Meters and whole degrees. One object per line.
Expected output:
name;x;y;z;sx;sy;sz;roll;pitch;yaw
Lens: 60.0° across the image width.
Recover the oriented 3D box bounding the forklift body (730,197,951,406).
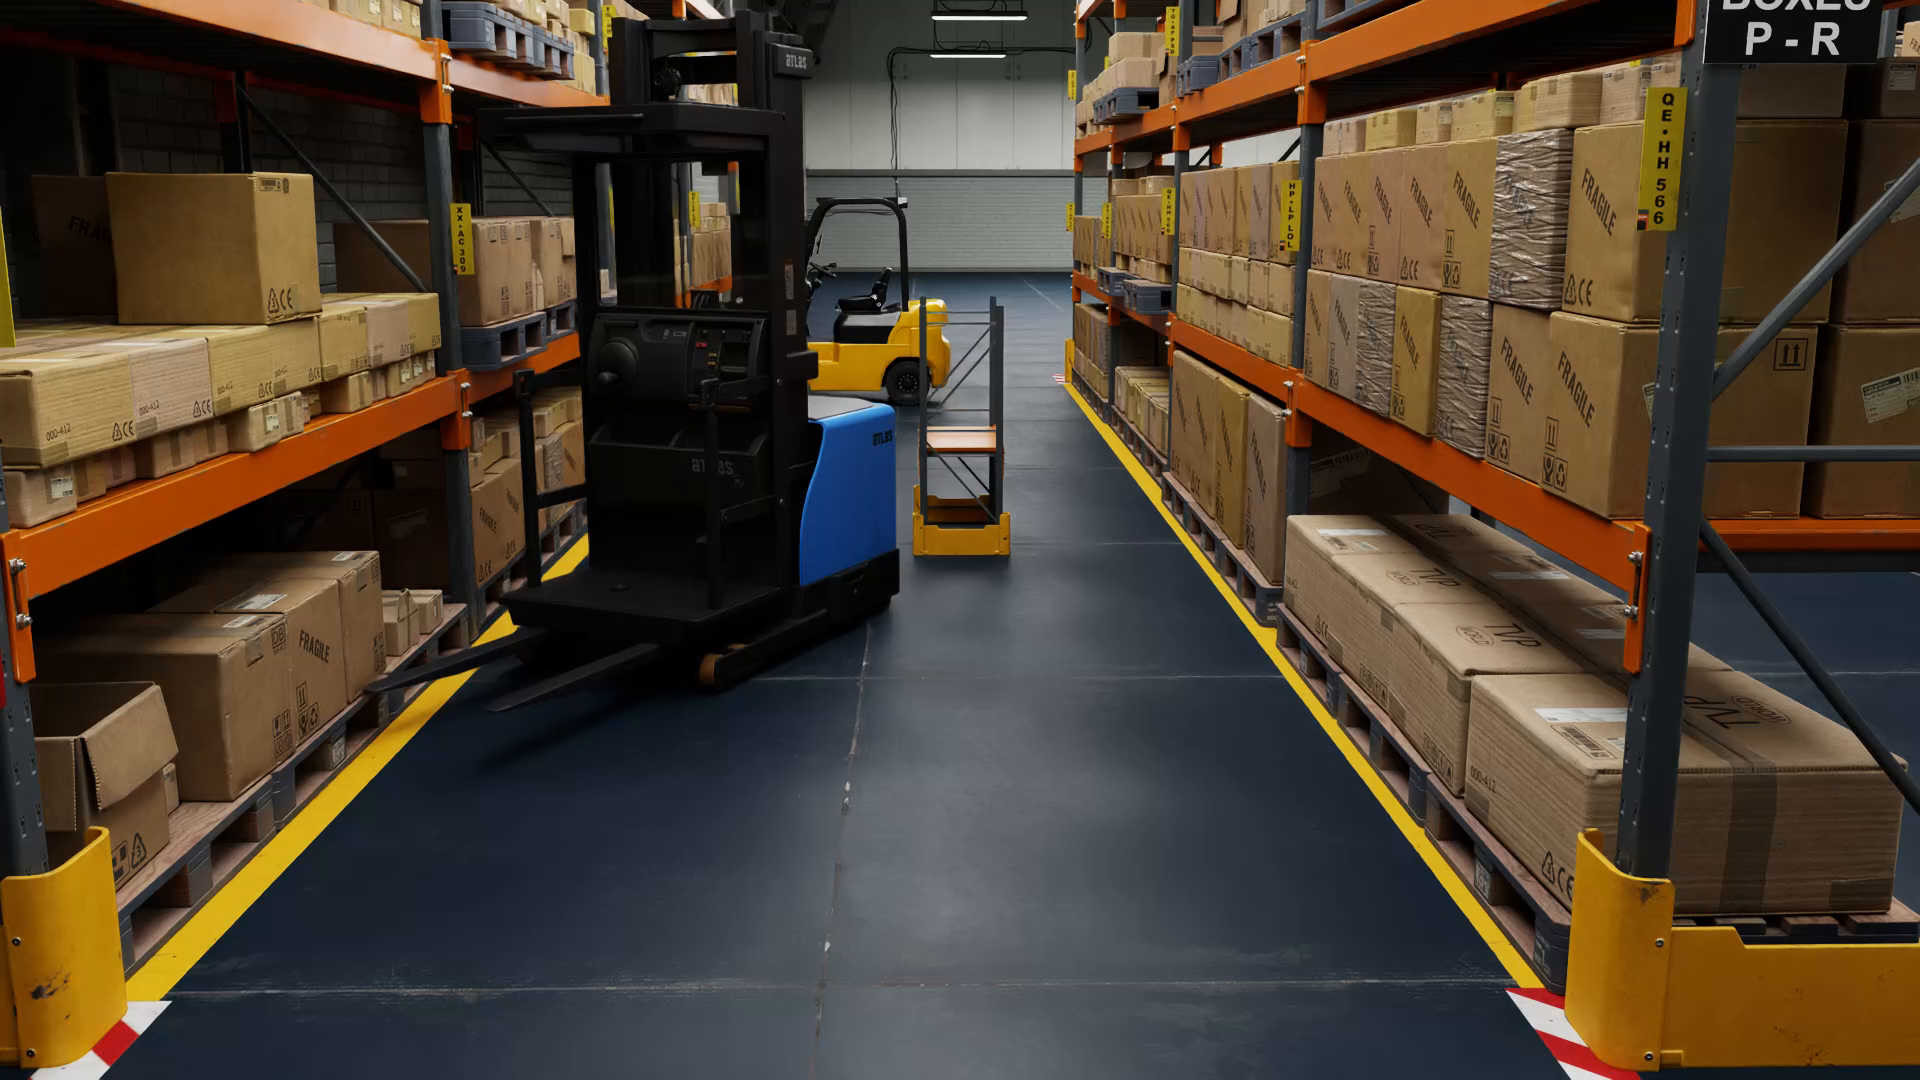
forklift body;-1.252;-2.575;17.841;2.313;2.155;1.214;0;11;-1

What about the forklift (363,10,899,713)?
forklift;-1.404;-0.873;7.489;1.130;2.935;3.031;5;13;25

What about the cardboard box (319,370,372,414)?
cardboard box;-2.539;-0.583;6.521;0.380;0.149;0.250;0;11;-2

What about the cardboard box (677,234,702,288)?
cardboard box;-2.780;-2.703;16.088;0.500;0.500;0.500;-1;11;-3

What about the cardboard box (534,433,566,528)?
cardboard box;-2.683;-0.361;10.024;0.500;0.500;0.500;-1;11;-3

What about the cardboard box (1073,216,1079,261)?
cardboard box;1.580;-3.481;19.173;0.500;0.500;0.500;0;11;-2

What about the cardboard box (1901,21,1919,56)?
cardboard box;6.706;-3.236;11.169;0.500;0.500;0.500;0;11;-1

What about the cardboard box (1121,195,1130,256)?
cardboard box;1.661;-2.695;14.241;0.500;0.500;0.500;0;11;-1

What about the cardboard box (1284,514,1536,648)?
cardboard box;2.002;0.179;7.520;0.875;0.438;0.875;0;11;-2

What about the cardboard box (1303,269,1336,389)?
cardboard box;1.844;-0.951;7.449;0.500;0.500;0.500;0;11;1

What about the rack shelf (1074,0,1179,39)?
rack shelf;1.889;-5.570;17.198;1.077;0.370;4.000;0;11;-1

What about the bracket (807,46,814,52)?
bracket;-4.258;-13.805;46.918;0.235;0.232;0.430;0;11;-1

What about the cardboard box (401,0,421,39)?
cardboard box;-2.564;-2.252;7.200;0.380;0.149;0.250;0;11;-2

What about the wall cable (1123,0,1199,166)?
wall cable;6.132;-14.415;50.427;2.305;6.003;0.169;0;11;-1

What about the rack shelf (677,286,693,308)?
rack shelf;-2.991;-1.815;13.770;1.077;0.370;4.000;0;11;-1

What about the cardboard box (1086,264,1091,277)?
cardboard box;1.590;-2.985;18.359;0.380;0.149;0.250;0;11;0

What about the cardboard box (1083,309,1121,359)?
cardboard box;1.606;-2.237;18.016;0.500;0.500;0.500;0;11;0

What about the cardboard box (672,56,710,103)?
cardboard box;-2.967;-4.728;17.209;0.797;0.503;0.637;0;11;1

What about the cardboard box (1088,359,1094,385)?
cardboard box;1.623;-1.768;17.588;0.500;0.250;0.500;0;11;0

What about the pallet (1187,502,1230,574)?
pallet;1.976;-0.026;10.154;1.003;0.211;1.213;0;11;-1

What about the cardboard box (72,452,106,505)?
cardboard box;-2.568;-0.173;4.501;0.380;0.149;0.250;0;11;0

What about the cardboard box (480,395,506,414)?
cardboard box;-3.186;-0.862;10.861;0.380;0.149;0.250;0;11;0

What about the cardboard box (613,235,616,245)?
cardboard box;-2.661;-2.201;11.983;0.380;0.149;0.250;0;11;1

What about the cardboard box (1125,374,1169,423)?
cardboard box;1.962;-1.257;14.764;0.950;0.372;0.625;0;11;2

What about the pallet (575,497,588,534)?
pallet;-2.972;-0.255;11.284;1.003;0.211;1.213;0;11;-1

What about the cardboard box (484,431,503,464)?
cardboard box;-2.727;-0.506;9.108;0.380;0.149;0.250;0;11;-2

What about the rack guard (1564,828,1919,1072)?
rack guard;2.179;1.029;4.230;1.175;0.500;0.348;0;11;-1

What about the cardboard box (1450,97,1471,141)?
cardboard box;1.903;-1.434;5.685;0.380;0.149;0.250;0;11;1

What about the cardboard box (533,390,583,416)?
cardboard box;-2.649;-0.917;11.136;0.380;0.149;0.250;-1;11;-4

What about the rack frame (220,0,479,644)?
rack frame;-2.867;-0.975;7.820;1.000;3.000;0.127;0;11;-1

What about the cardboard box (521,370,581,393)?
cardboard box;-2.949;-0.936;12.545;0.875;0.625;0.625;0;11;1

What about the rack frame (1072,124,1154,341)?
rack frame;1.848;-3.381;19.682;1.000;3.000;0.127;0;11;-1

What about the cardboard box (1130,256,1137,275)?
cardboard box;1.625;-2.299;13.920;0.380;0.149;0.250;0;11;1

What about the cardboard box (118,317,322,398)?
cardboard box;-2.580;-0.646;5.827;0.500;0.250;0.500;-1;11;-3

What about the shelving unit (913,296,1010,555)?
shelving unit;-0.002;-0.750;10.485;0.587;1.500;1.083;0;11;-1

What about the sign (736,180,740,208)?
sign;-2.572;-4.043;19.436;0.100;0.325;0.005;0;11;-1

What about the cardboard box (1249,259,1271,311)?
cardboard box;1.826;-1.353;8.806;0.500;0.250;0.500;0;11;0

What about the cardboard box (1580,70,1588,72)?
cardboard box;6.592;-4.720;17.060;0.500;0.250;0.500;0;11;-2

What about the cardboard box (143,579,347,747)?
cardboard box;-2.592;0.442;6.067;0.500;0.500;0.500;0;11;0

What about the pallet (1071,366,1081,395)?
pallet;1.831;-1.838;19.088;1.003;0.211;1.213;0;11;-1

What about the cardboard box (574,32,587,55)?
cardboard box;-2.701;-3.292;11.074;0.380;0.149;0.250;0;11;0

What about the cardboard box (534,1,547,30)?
cardboard box;-2.533;-2.943;9.301;0.380;0.149;0.250;0;11;0

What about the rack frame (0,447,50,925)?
rack frame;-2.784;-0.180;3.900;1.000;3.000;0.127;0;11;-1

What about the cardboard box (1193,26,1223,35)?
cardboard box;2.113;-4.116;13.823;0.500;0.250;0.500;0;11;0

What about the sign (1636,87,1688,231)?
sign;1.636;-0.885;3.869;0.100;0.325;0.005;0;11;-1

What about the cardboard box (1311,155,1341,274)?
cardboard box;1.864;-1.439;7.343;0.500;0.500;0.500;0;11;-1

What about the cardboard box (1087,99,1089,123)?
cardboard box;1.628;-4.620;17.871;0.500;0.250;0.500;0;11;1

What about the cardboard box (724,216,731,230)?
cardboard box;-2.792;-3.609;18.919;0.380;0.149;0.250;0;11;0

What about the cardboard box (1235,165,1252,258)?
cardboard box;1.827;-1.826;9.251;0.500;0.500;0.500;0;11;1

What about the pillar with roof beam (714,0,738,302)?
pillar with roof beam;0.055;-8.561;30.126;9.100;9.000;0.400;0;11;-1

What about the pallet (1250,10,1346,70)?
pallet;2.028;-2.554;8.542;0.805;0.209;1.217;-1;11;-3

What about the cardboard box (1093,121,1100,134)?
cardboard box;1.607;-4.352;17.554;0.380;0.149;0.250;-1;11;-3

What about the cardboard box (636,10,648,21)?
cardboard box;-2.742;-3.891;13.091;0.500;0.500;0.500;0;11;0

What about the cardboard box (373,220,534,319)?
cardboard box;-2.664;-1.430;8.754;0.700;0.500;0.500;0;11;-1

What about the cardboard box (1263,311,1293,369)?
cardboard box;1.835;-1.011;8.373;0.500;0.250;0.500;-1;11;-3
